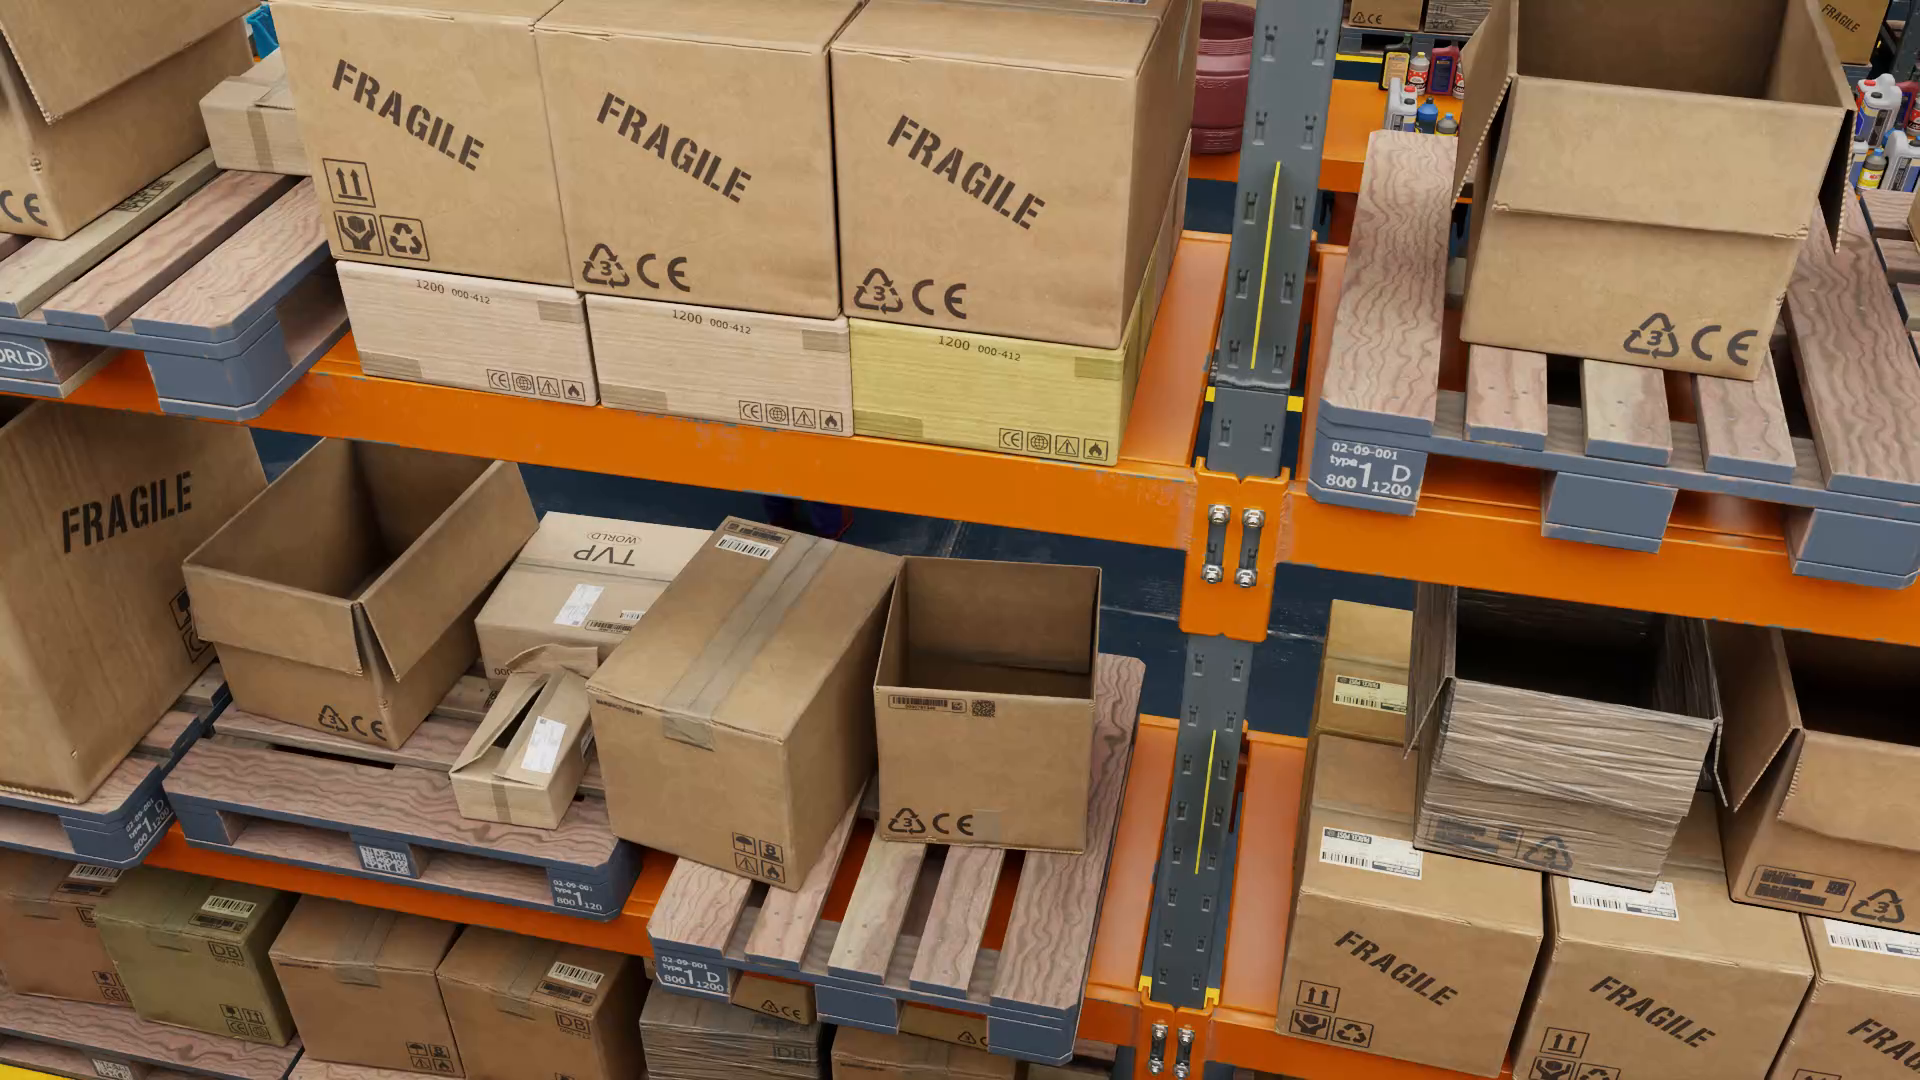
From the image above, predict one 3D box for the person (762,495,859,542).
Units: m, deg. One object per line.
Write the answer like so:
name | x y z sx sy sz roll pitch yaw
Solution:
person | -0.718 -0.739 7.153 0.494 1.640 0.462 7 37 9
